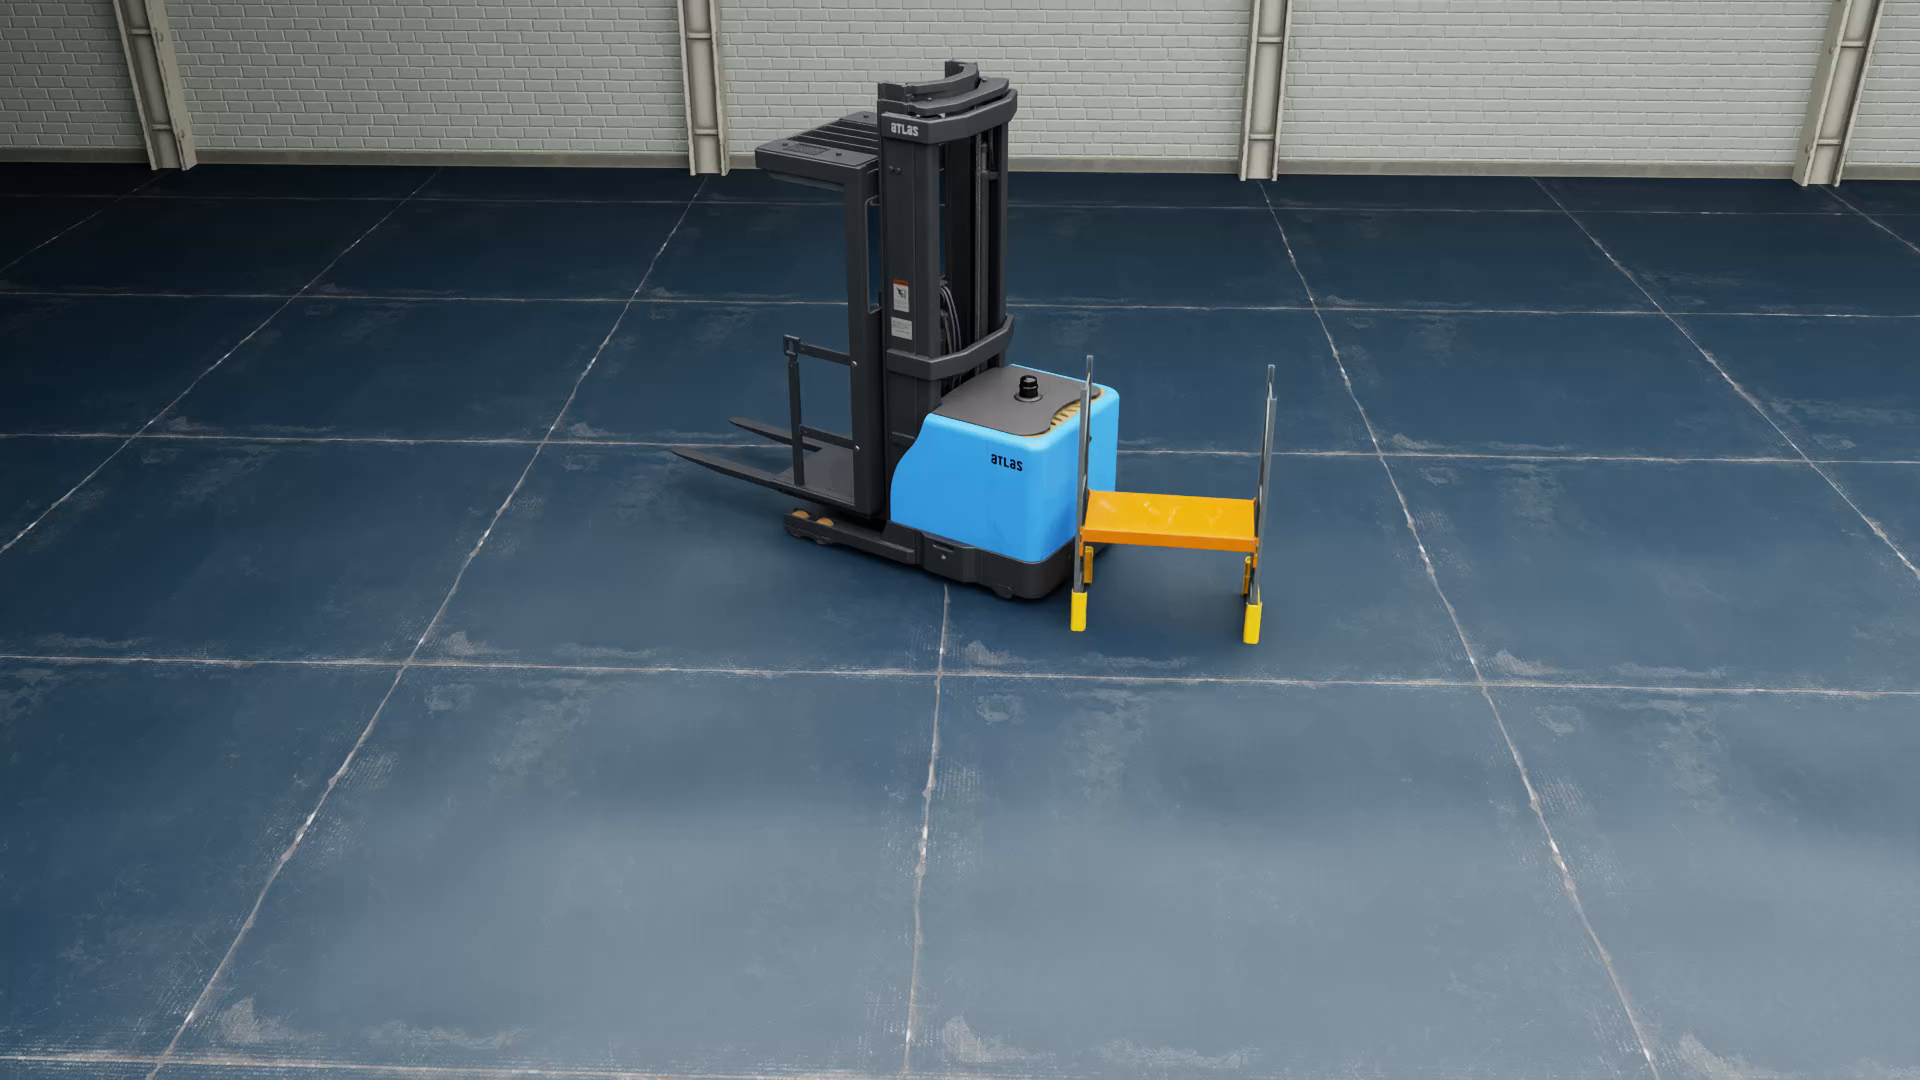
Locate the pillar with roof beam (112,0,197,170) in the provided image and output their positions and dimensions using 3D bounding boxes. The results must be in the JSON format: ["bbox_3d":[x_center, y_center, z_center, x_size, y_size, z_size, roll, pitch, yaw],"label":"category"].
[{"bbox_3d":[-8.902,-6.127,12.626,0.400,9.000,9.100,1,28,2],"label":"pillar with roof beam"}]

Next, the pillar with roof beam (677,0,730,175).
[{"bbox_3d":[-2.906,-6.028,12.439,0.400,9.000,9.100,1,28,2],"label":"pillar with roof beam"}]

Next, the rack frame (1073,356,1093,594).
[{"bbox_3d":[0.705,-0.269,9.582,0.032,1.500,0.500,4,28,7],"label":"rack frame"}]

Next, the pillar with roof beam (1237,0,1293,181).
[{"bbox_3d":[3.091,-5.929,12.252,0.400,9.000,9.100,1,28,2],"label":"pillar with roof beam"}]

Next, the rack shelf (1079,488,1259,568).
[{"bbox_3d":[1.209,-0.077,9.604,1.000,0.185,0.538,4,28,7],"label":"rack shelf"}]

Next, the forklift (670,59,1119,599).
[{"bbox_3d":[-0.529,-1.456,10.292,3.031,2.935,1.130,17,32,29],"label":"forklift"}]

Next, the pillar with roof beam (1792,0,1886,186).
[{"bbox_3d":[9.087,-5.830,12.065,0.400,9.000,9.100,1,28,2],"label":"pillar with roof beam"}]

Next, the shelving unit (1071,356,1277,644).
[{"bbox_3d":[1.218,-0.236,9.519,1.083,1.500,0.587,4,28,7],"label":"shelving unit"}]

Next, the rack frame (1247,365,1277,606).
[{"bbox_3d":[1.712,-0.203,9.457,0.032,1.500,0.500,4,28,7],"label":"rack frame"}]

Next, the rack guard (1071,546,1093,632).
[{"bbox_3d":[0.725,0.284,9.872,0.087,0.250,0.587,4,28,7],"label":"rack guard"}]

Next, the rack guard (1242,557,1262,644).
[{"bbox_3d":[1.711,0.349,9.750,0.087,0.250,0.587,4,28,7],"label":"rack guard"}]
